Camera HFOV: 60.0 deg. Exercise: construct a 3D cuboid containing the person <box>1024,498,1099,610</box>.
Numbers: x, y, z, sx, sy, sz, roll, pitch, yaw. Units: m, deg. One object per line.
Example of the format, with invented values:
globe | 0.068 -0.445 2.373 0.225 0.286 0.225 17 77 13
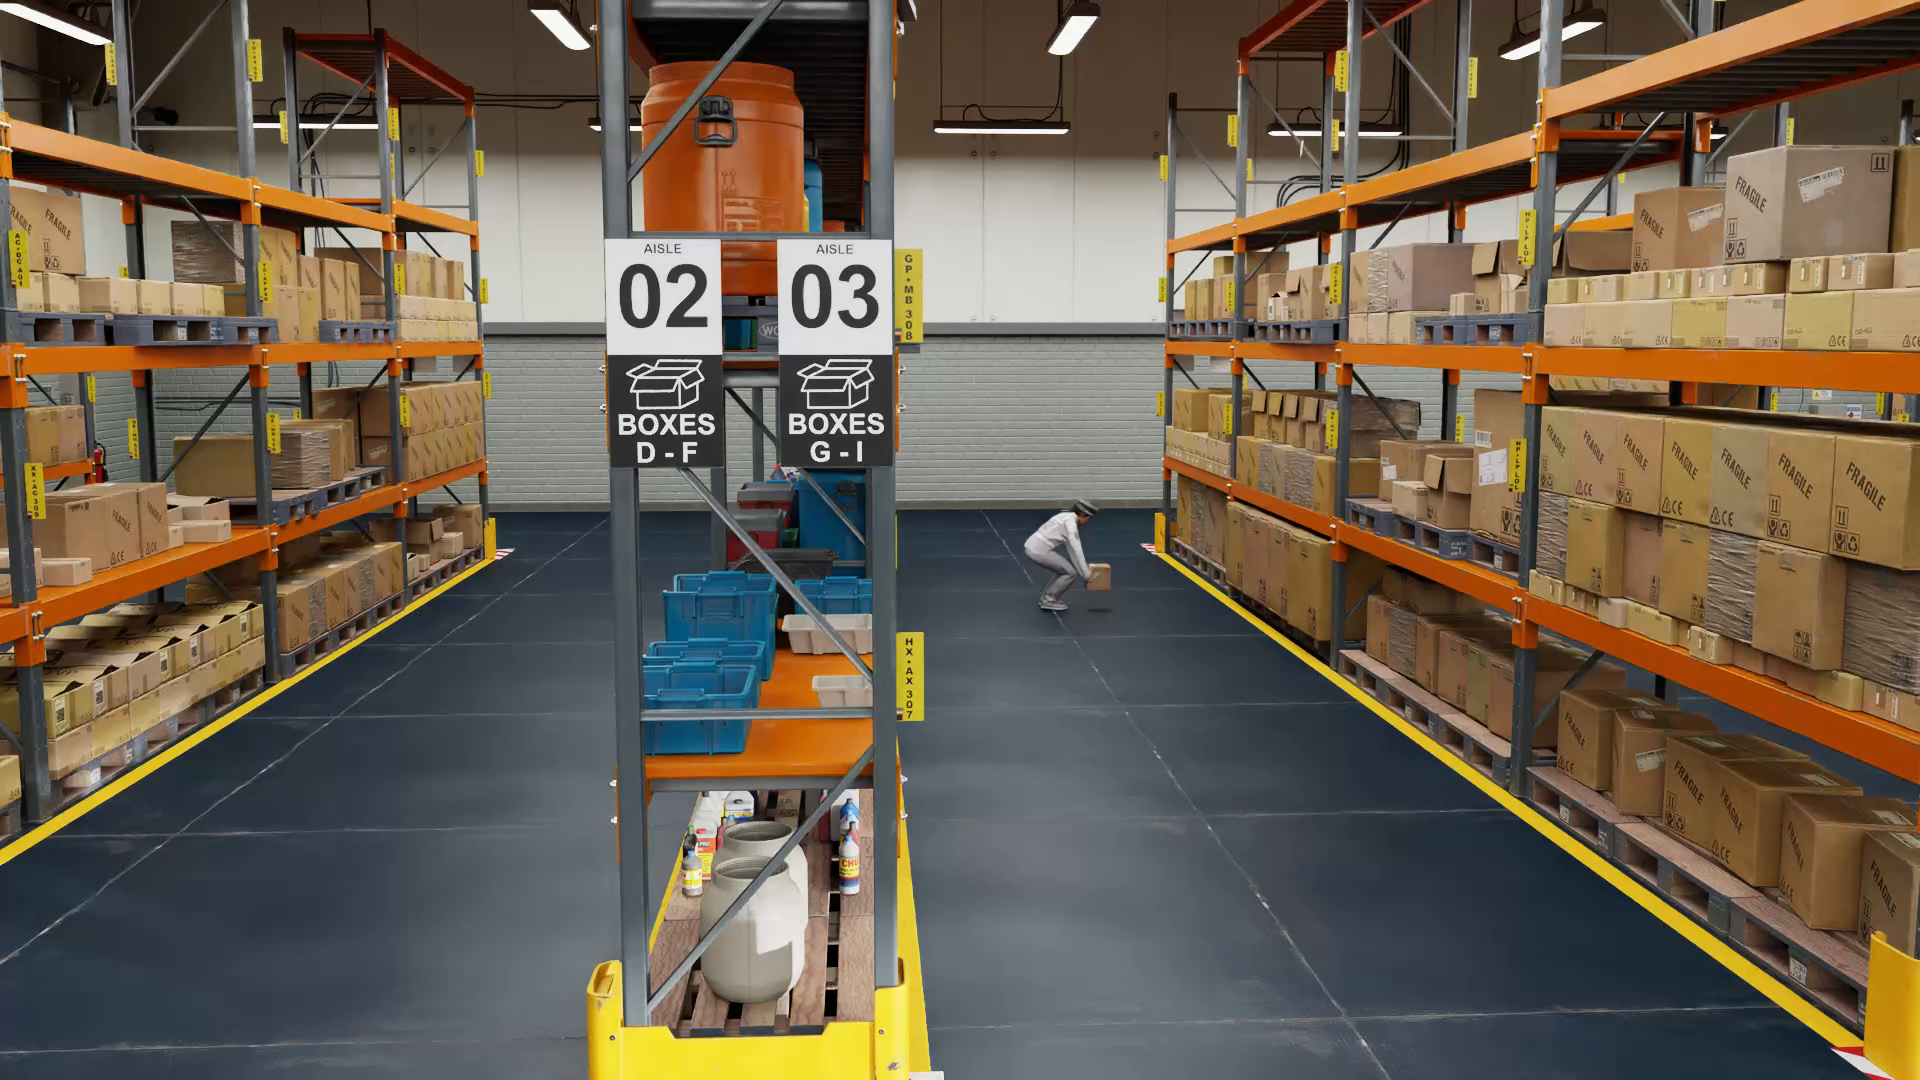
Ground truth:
person | 1.076 0.144 17.661 0.796 1.163 0.520 0 7 -4
